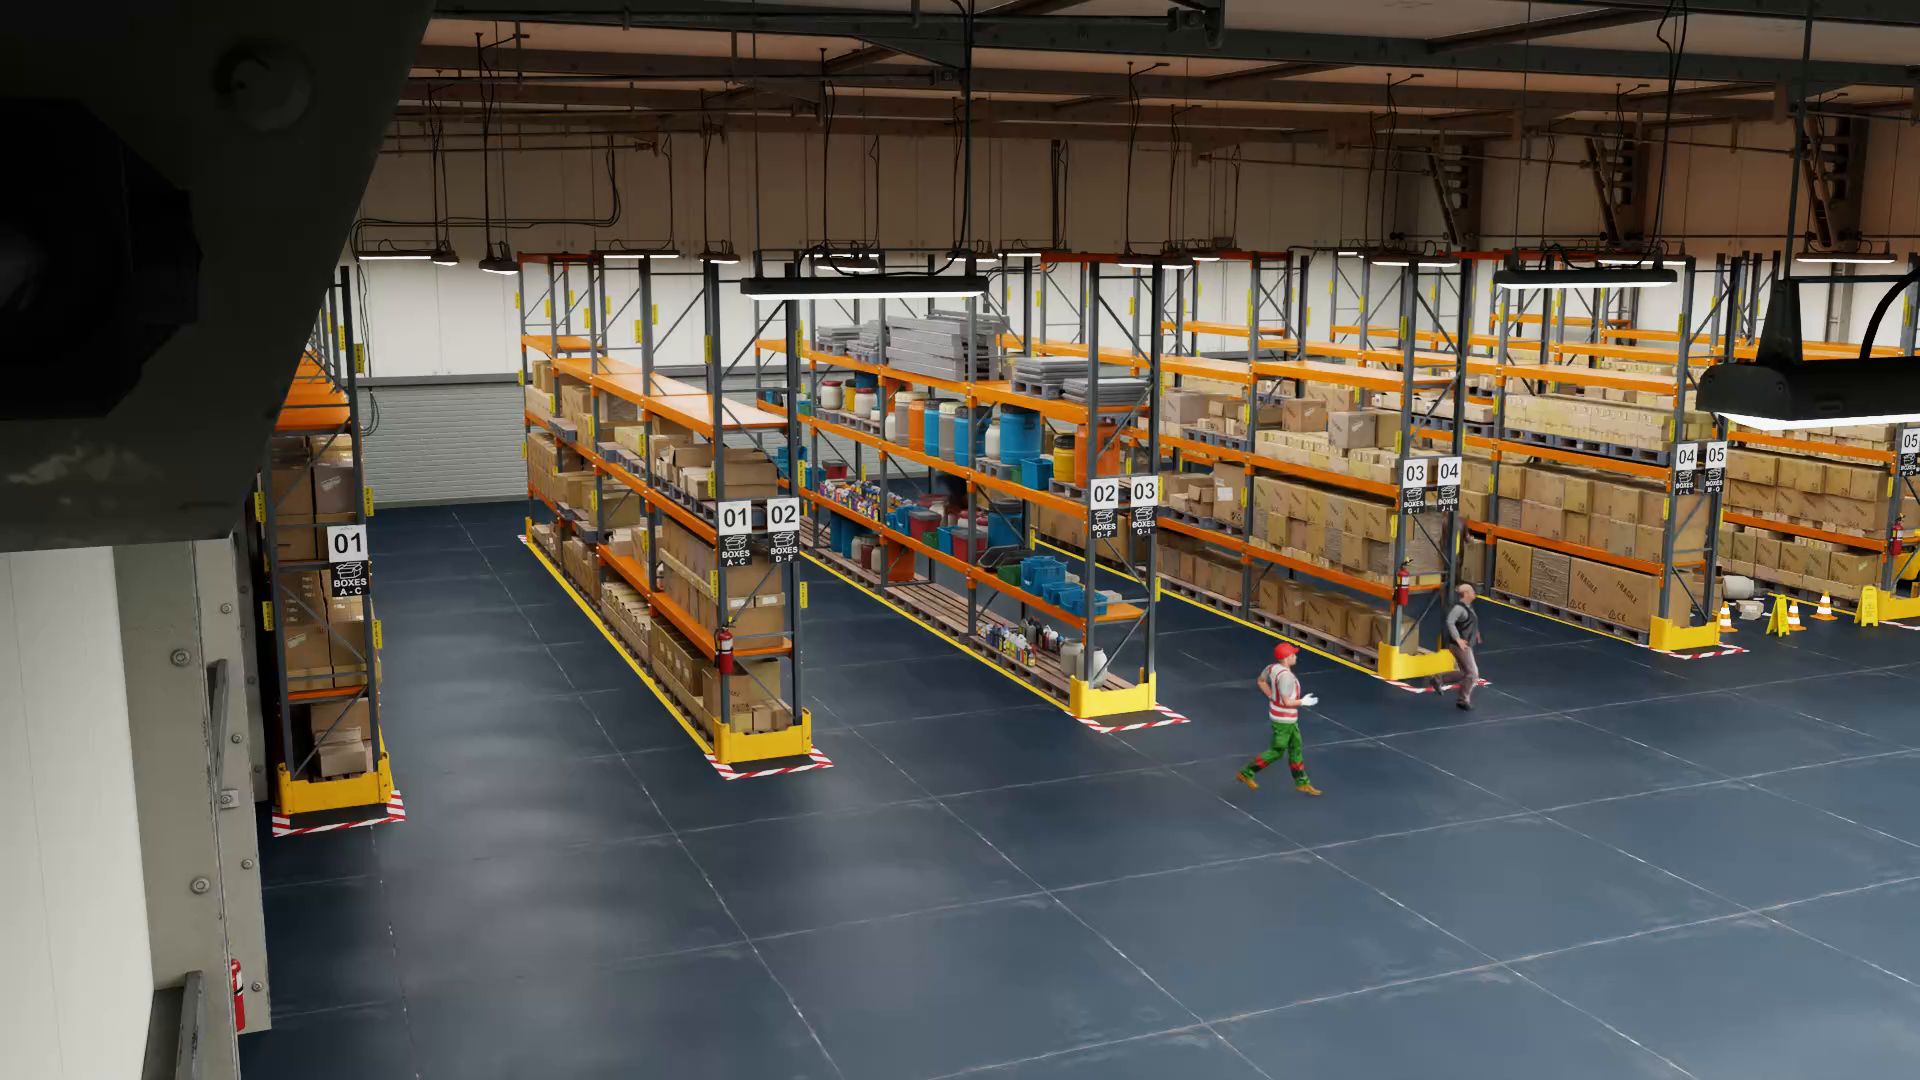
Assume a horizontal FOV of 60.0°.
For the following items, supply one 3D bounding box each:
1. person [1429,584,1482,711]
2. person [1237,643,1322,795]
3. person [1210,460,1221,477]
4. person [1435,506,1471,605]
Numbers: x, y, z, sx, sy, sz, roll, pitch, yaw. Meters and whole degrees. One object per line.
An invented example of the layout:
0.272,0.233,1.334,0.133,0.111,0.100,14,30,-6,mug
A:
6.787,1.440,22.657,0.709,1.700,0.699,6,12,30,person
3.647,2.039,18.842,0.987,1.799,0.653,1,10,3,person
5.475,-0.885,35.349,0.525,1.626,0.733,-4,11,-22,person
8.491,0.275,28.677,0.669,1.814,0.804,-6,12,-28,person
